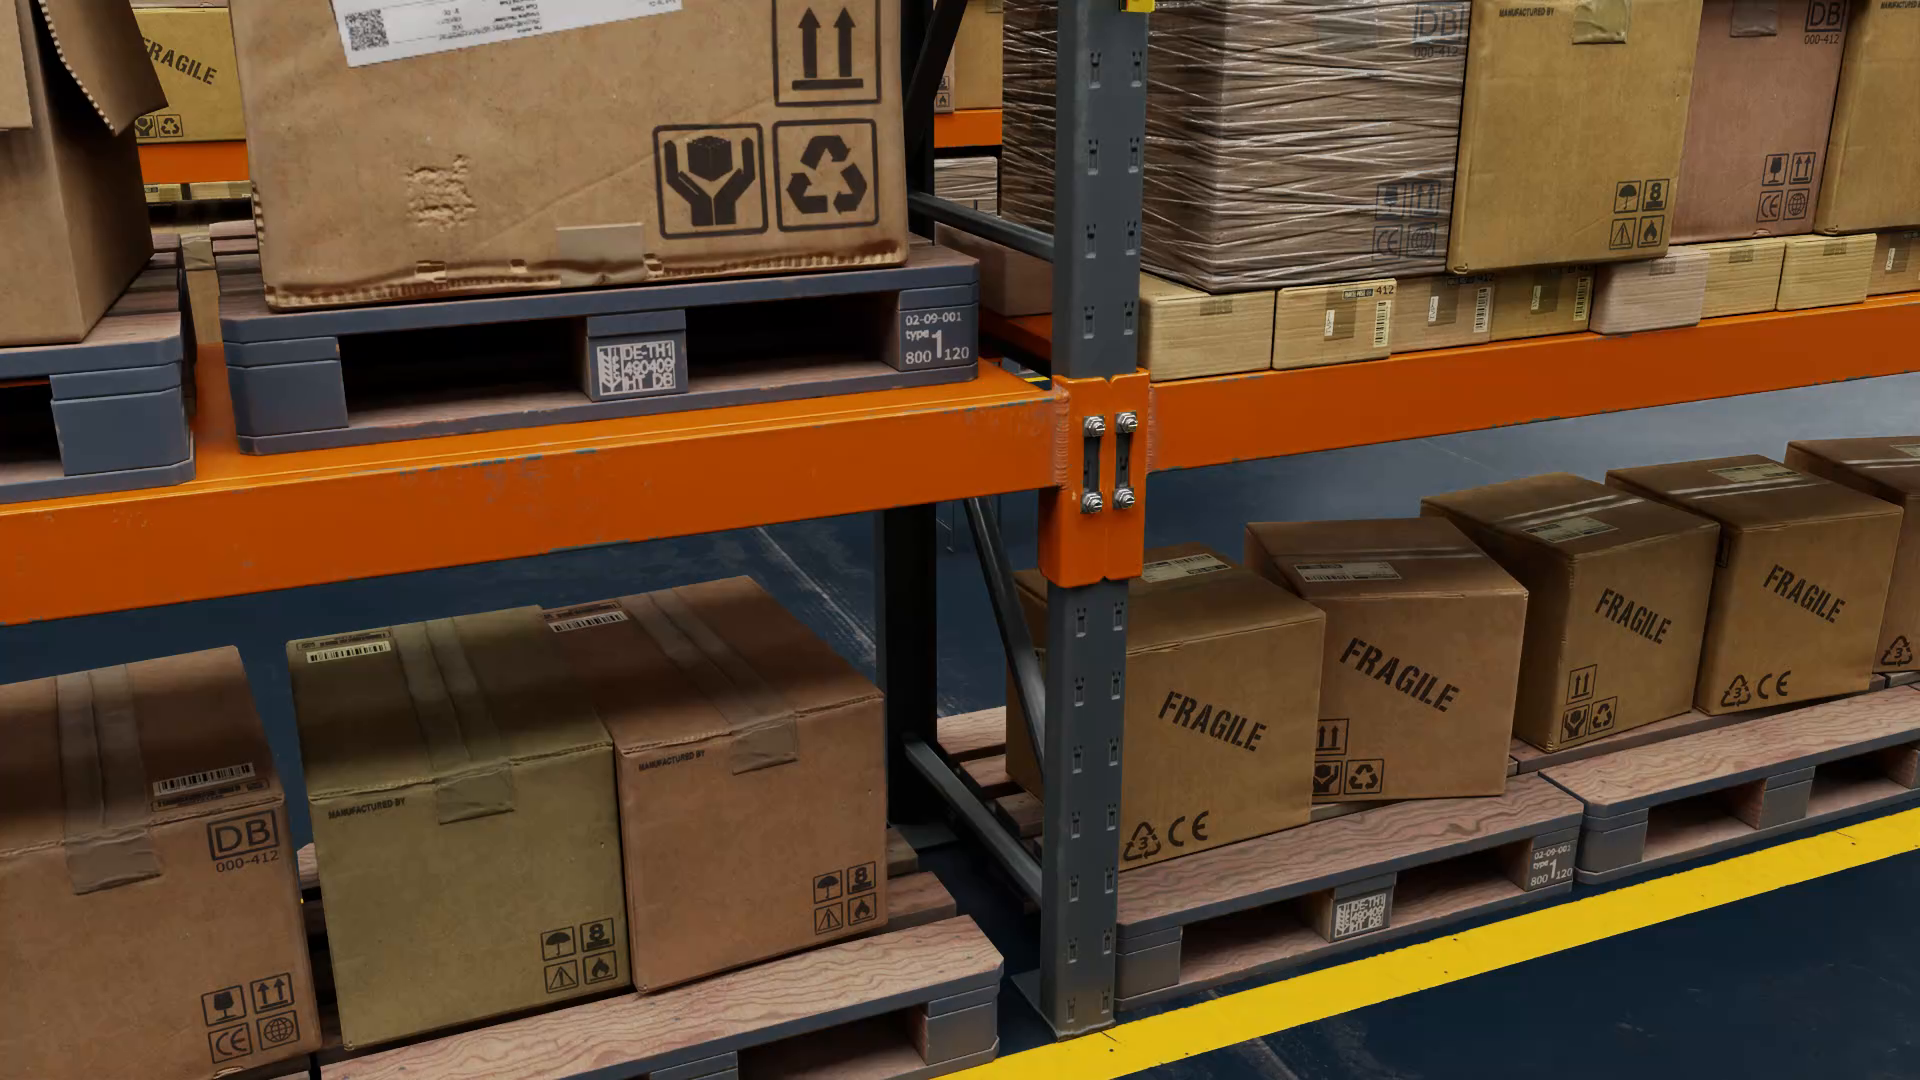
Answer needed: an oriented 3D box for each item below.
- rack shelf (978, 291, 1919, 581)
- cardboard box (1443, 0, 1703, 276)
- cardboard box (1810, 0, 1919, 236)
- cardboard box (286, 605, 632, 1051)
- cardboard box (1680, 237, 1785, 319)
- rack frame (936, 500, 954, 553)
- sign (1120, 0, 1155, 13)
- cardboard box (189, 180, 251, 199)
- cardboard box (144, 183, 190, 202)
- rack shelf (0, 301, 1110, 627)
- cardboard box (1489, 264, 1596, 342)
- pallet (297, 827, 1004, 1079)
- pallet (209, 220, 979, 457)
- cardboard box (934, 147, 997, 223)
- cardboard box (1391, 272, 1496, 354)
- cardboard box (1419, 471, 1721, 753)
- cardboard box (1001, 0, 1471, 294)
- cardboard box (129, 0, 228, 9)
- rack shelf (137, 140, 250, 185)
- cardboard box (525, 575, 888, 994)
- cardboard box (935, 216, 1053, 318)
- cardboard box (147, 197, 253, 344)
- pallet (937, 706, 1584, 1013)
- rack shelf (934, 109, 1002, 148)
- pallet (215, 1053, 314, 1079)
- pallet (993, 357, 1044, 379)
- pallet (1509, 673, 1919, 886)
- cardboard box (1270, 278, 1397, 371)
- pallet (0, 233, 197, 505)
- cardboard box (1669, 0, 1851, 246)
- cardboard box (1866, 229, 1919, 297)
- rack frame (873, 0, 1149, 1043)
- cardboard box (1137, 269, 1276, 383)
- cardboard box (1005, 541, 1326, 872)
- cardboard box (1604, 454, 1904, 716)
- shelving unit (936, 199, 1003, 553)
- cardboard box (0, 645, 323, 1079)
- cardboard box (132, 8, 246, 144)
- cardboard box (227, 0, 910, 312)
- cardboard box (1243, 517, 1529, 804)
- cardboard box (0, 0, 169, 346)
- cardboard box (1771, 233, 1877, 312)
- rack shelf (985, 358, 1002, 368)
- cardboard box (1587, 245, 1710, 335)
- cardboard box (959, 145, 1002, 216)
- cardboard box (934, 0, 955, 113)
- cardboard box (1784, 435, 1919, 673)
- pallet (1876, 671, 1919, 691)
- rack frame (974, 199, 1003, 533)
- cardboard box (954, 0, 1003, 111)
[{"bbox_3d":[1.888,-0.519,4.063,4.000,0.370,1.077,-8,21,-22],"label":"rack shelf"},{"bbox_3d":[0.962,-0.878,3.401,0.500,0.500,0.875,-8,21,-22],"label":"cardboard box"},{"bbox_3d":[1.857,-1.028,3.826,0.500,0.500,0.875,-8,21,-22],"label":"cardboard box"},{"bbox_3d":[-0.966,0.507,3.166,0.500,0.500,0.700,-8,21,-22],"label":"cardboard box"},{"bbox_3d":[1.506,-0.585,3.546,0.250,0.149,0.380,-8,21,-22],"label":"cardboard box"},{"bbox_3d":[-0.071,-0.556,5.794,0.006,1.200,0.240,-8,21,-22],"label":"rack frame"},{"bbox_3d":[0.275,-0.973,2.525,0.005,0.325,0.100,-8,21,-22],"label":"sign"},{"bbox_3d":[-5.013,-2.411,11.676,0.625,0.372,0.950,-7,21,-19],"label":"cardboard box"},{"bbox_3d":[-5.651,-2.319,11.415,0.625,0.372,0.950,-7,21,-20],"label":"cardboard box"},{"bbox_3d":[-1.785,0.007,2.569,4.000,0.370,1.077,-8,21,-22],"label":"rack shelf"},{"bbox_3d":[1.047,-0.519,3.359,0.250,0.149,0.380,-8,21,-22],"label":"cardboard box"},{"bbox_3d":[-0.663,0.823,3.367,1.213,0.211,1.003,-8,21,-22],"label":"pallet"},{"bbox_3d":[-0.708,-0.449,3.069,1.213,0.211,1.003,-8,21,-22],"label":"pallet"},{"bbox_3d":[-0.389,-1.498,8.328,0.875,0.875,0.875,-8,21,-22],"label":"cardboard box"},{"bbox_3d":[0.821,-0.484,3.258,0.250,0.149,0.380,-8,21,-22],"label":"cardboard box"},{"bbox_3d":[1.496,0.162,4.177,0.500,0.500,0.500,-10,22,-27],"label":"cardboard box"},{"bbox_3d":[0.489,-0.823,3.245,0.500,0.500,0.875,-8,21,-22],"label":"cardboard box"},{"bbox_3d":[-3.210,-2.438,6.774,0.500,0.500,0.700,-8,21,-21],"label":"cardboard box"},{"bbox_3d":[-3.657,-1.519,6.902,4.000,0.370,1.077,-8,21,-22],"label":"rack shelf"},{"bbox_3d":[-0.521,0.450,3.328,0.500,0.500,0.700,-10,22,-26],"label":"cardboard box"},{"bbox_3d":[0.132,-0.595,3.573,0.250,0.149,0.380,-8,21,-22],"label":"cardboard box"},{"bbox_3d":[-3.242,-1.023,7.167,0.750,0.750,1.050,-8,21,-22],"label":"cardboard box"},{"bbox_3d":[0.654,0.621,3.941,1.213,0.211,1.003,-8,21,-22],"label":"pallet"},{"bbox_3d":[0.016,-2.045,8.397,4.000,0.370,1.077,-8,21,-22],"label":"rack shelf"},{"bbox_3d":[-1.785,0.985,2.908,1.213,0.211,1.003,-8,21,-22],"label":"pallet"},{"bbox_3d":[0.031,-1.044,8.669,1.213,0.211,1.003,-8,21,-22],"label":"pallet"},{"bbox_3d":[1.776,0.459,4.401,1.213,0.211,1.003,-8,21,-22],"label":"pallet"},{"bbox_3d":[0.603,-0.442,3.140,0.250,0.149,0.380,-8,21,-22],"label":"cardboard box"},{"bbox_3d":[-1.820,-0.252,2.509,1.213,0.211,1.003,-8,21,-22],"label":"pallet"},{"bbox_3d":[1.381,-0.975,3.675,0.500,0.500,0.875,-8,21,-22],"label":"cardboard box"},{"bbox_3d":[1.952,-0.662,3.763,0.250,0.149,0.380,-8,21,-22],"label":"cardboard box"},{"bbox_3d":[0.051,-0.595,3.196,0.127,3.000,1.000,-8,21,-22],"label":"rack frame"},{"bbox_3d":[0.368,-0.413,3.058,0.250,0.149,0.380,-8,21,-22],"label":"cardboard box"},{"bbox_3d":[0.434,0.345,3.657,0.500,0.500,0.500,-9,21,-24],"label":"cardboard box"},{"bbox_3d":[2.027,0.102,4.347,0.500,0.500,0.500,-6,20,-17],"label":"cardboard box"},{"bbox_3d":[0.013,-0.568,5.828,0.189,1.200,0.258,-8,21,-22],"label":"shelving unit"},{"bbox_3d":[-1.480,0.581,2.956,0.500,0.500,0.700,-10,22,-27],"label":"cardboard box"},{"bbox_3d":[-3.122,-1.885,6.709,0.500,0.500,0.500,-8,21,-21],"label":"cardboard box"},{"bbox_3d":[-0.734,-1.015,2.851,1.000,1.000,1.000,-8,21,-22],"label":"cardboard box"},{"bbox_3d":[0.957,0.268,3.877,0.500,0.500,0.500,-2,19,-5],"label":"cardboard box"},{"bbox_3d":[-1.504,-0.586,2.382,0.637,0.503,0.797,-6,20,-16],"label":"cardboard box"},{"bbox_3d":[1.740,-0.615,3.630,0.250,0.149,0.380,-8,21,-22],"label":"cardboard box"},{"bbox_3d":[0.013,-0.639,5.803,0.180,0.103,0.258,-8,21,-22],"label":"rack shelf"},{"bbox_3d":[1.293,-0.540,3.417,0.250,0.149,0.380,-8,21,-22],"label":"cardboard box"},{"bbox_3d":[0.449,-1.618,8.666,0.875,0.875,0.875,-9,21,-23],"label":"cardboard box"},{"bbox_3d":[-0.448,-2.359,7.978,0.550,0.550,0.875,-8,21,-22],"label":"cardboard box"},{"bbox_3d":[2.609,0.026,4.565,0.500,0.500,0.500,-3,20,-8],"label":"cardboard box"},{"bbox_3d":[2.894,0.300,4.853,1.213,0.211,1.003,-8,21,-22],"label":"pallet"},{"bbox_3d":[0.097,-0.580,5.862,0.006,1.200,0.240,-8,21,-22],"label":"rack frame"},{"bbox_3d":[-0.001,-2.459,8.263,0.500,0.550,0.875,-8,21,-22],"label":"cardboard box"}]
